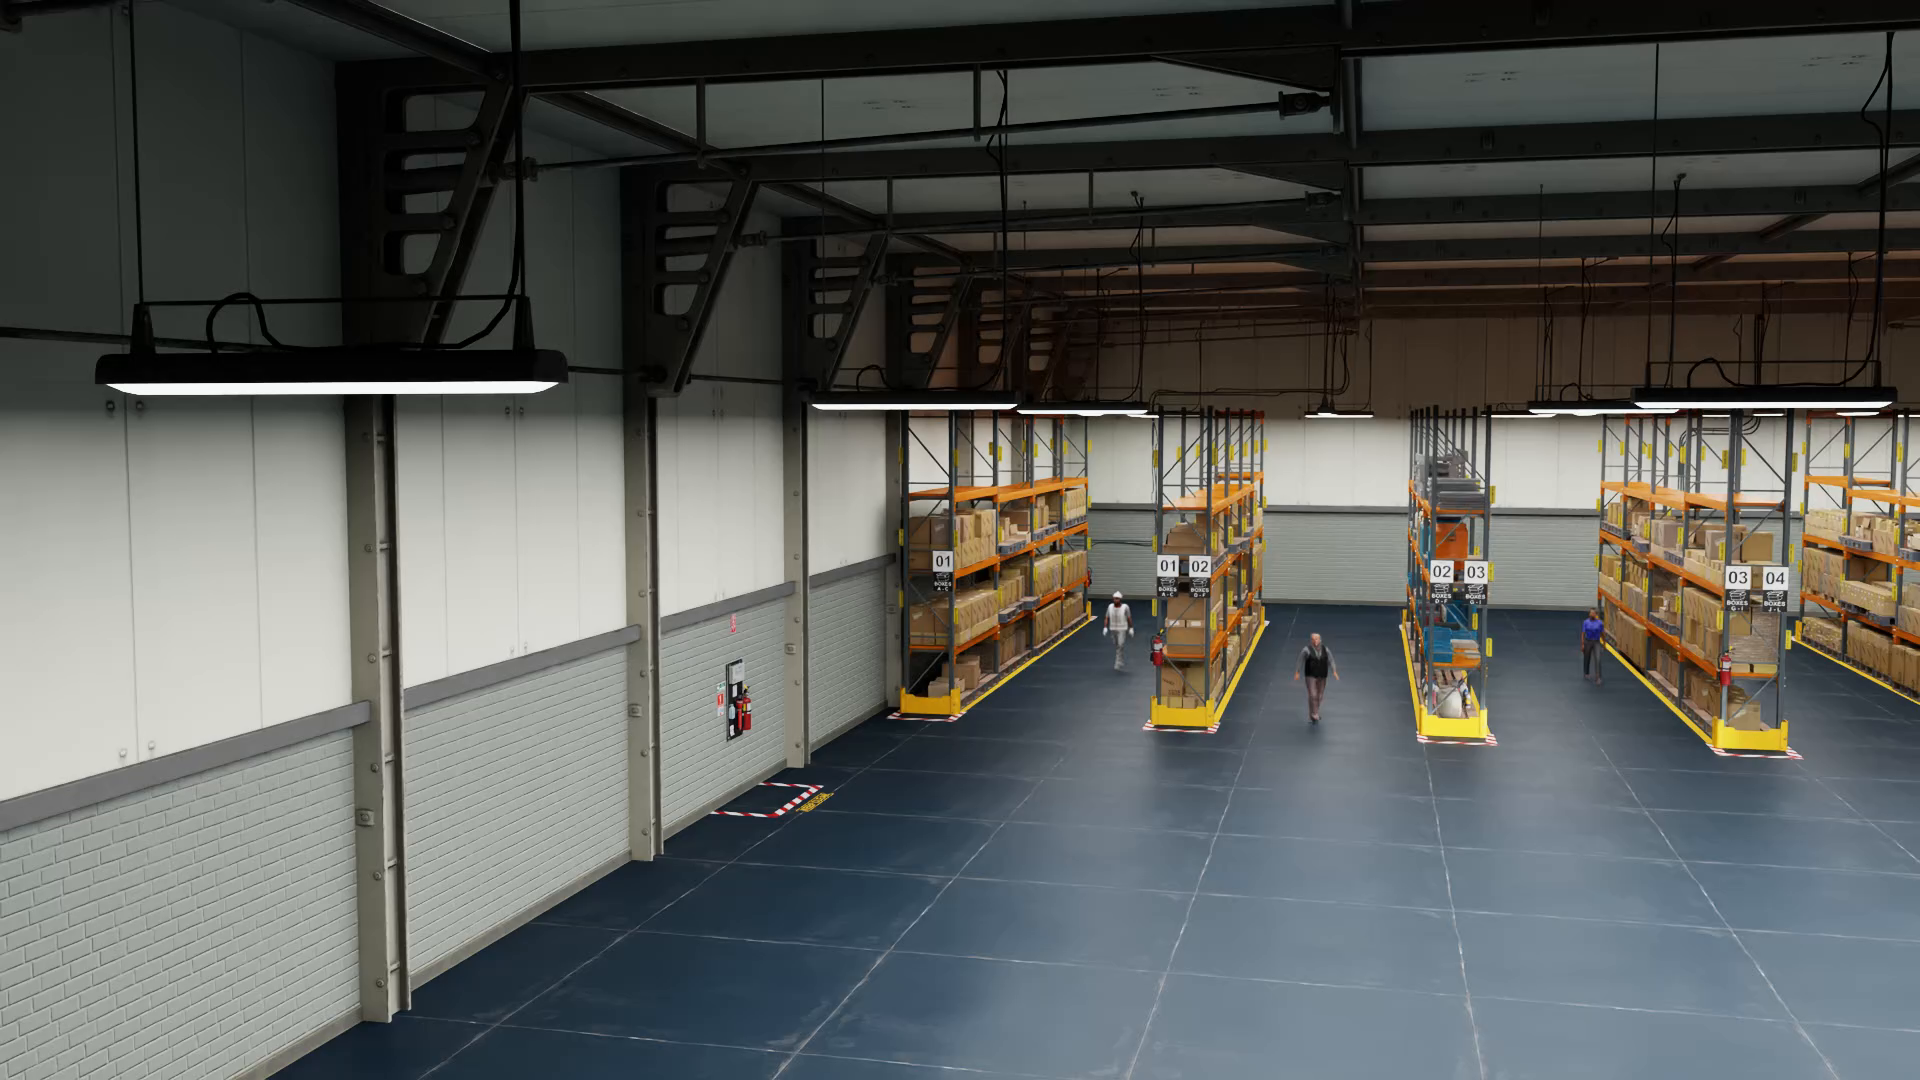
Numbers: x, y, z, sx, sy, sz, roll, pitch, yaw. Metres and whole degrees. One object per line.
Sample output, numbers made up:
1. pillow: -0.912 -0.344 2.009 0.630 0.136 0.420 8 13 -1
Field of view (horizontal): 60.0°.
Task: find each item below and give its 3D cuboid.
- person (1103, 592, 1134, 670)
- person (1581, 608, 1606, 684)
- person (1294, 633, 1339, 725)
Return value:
1. person: 3.623 2.074 38.400 0.609 1.726 0.994 2 5 28
2. person: 13.867 2.289 36.380 0.560 1.601 0.973 1 4 11
3. person: 6.774 2.636 31.616 0.694 1.732 0.754 -1 4 -10
